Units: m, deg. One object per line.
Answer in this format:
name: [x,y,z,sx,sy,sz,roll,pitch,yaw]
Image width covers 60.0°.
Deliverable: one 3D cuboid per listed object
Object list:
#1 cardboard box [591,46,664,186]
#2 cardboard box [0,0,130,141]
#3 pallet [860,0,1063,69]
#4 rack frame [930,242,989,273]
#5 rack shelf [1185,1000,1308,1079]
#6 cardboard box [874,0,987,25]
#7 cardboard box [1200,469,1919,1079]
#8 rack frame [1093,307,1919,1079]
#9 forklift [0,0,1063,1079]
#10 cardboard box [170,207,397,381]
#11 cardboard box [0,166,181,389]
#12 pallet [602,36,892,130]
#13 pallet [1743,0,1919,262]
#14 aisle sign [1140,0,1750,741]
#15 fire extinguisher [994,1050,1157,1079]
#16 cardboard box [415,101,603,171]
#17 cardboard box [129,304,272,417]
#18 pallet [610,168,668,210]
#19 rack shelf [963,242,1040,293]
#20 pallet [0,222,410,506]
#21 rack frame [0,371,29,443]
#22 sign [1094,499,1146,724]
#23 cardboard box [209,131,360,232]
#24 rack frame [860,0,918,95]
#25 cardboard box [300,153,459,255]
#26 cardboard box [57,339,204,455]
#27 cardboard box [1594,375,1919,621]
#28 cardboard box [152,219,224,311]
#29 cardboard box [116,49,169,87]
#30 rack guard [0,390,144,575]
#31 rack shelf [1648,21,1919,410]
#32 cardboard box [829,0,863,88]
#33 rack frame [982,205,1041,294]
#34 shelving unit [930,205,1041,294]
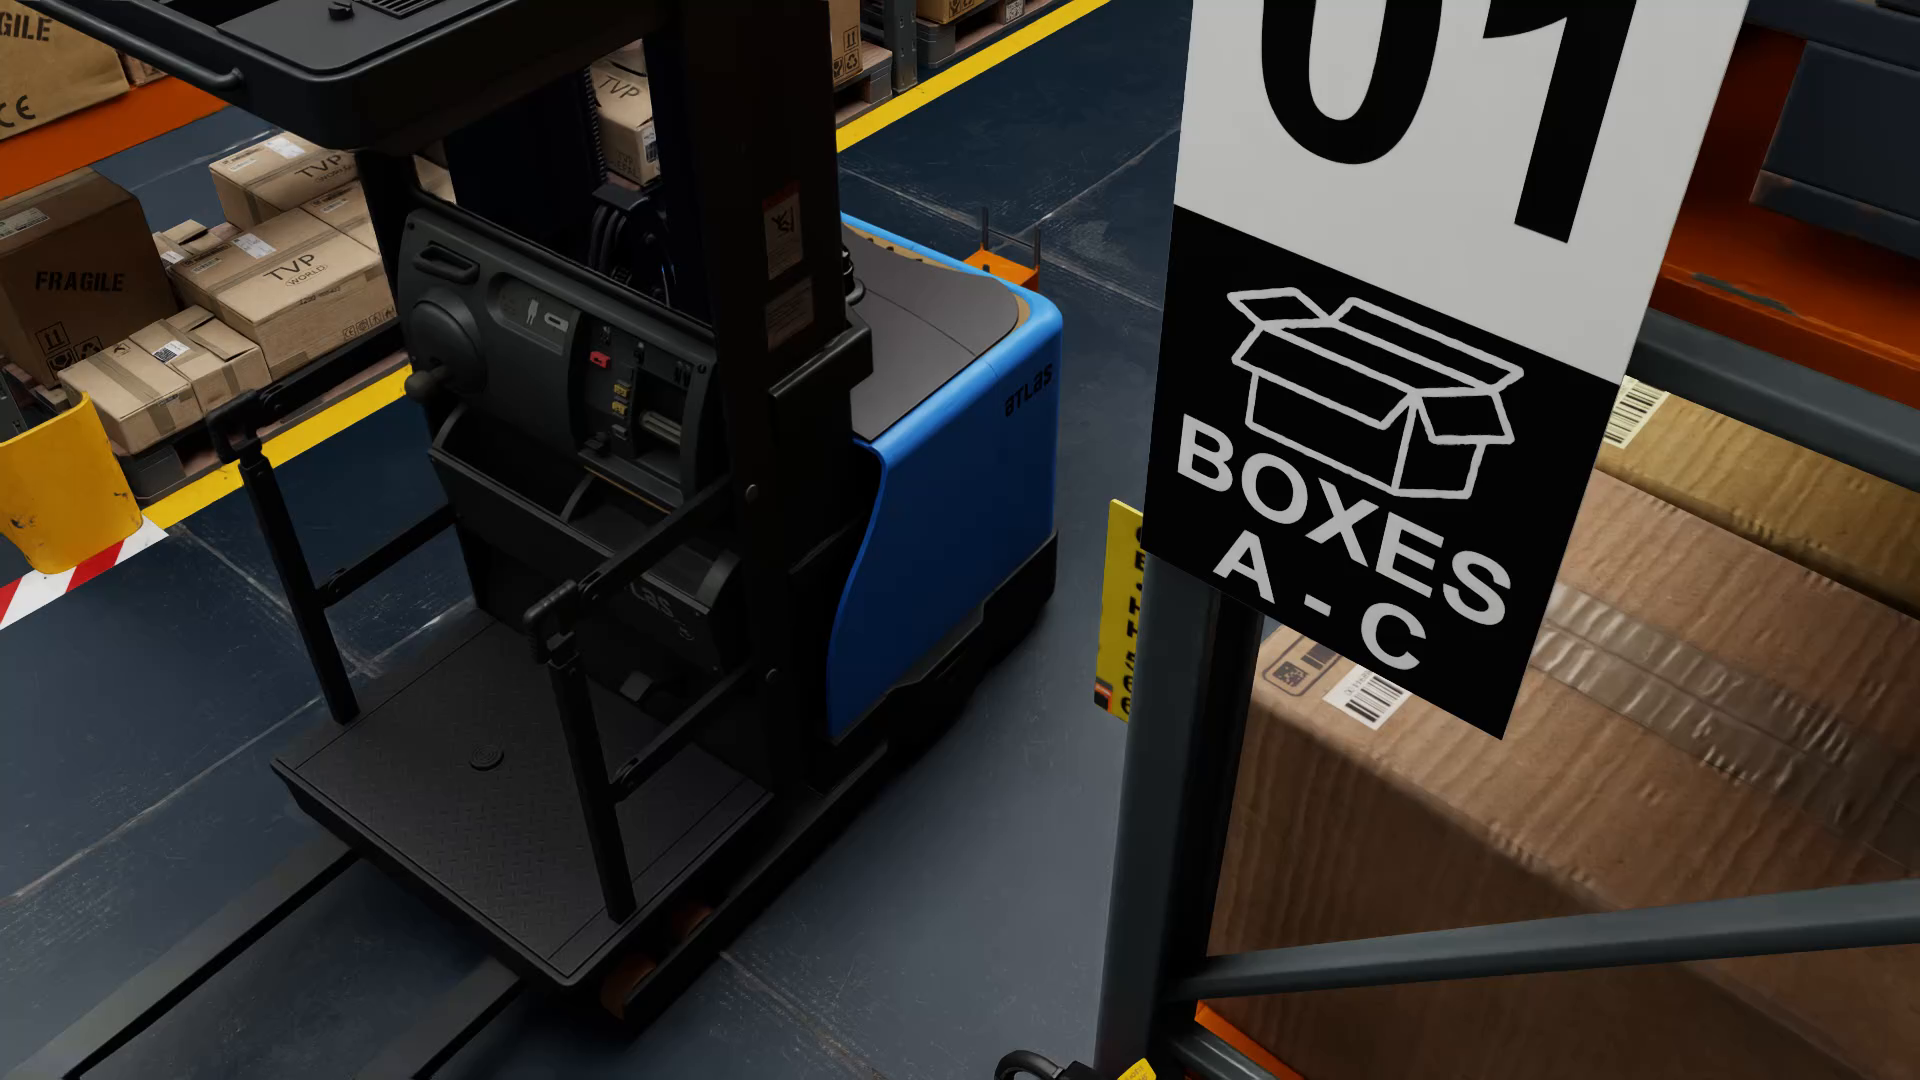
cardboard box: [-1.244,-1.712,6.575,0.500,0.311,0.500,29,50,28]
cardboard box: [-2.699,-1.438,4.528,0.500,0.500,0.500,31,50,29]
pallet: [-0.117,-2.750,8.118,1.003,0.211,1.213,29,50,28]
rack frame: [-0.002,-0.394,4.903,0.200,1.050,0.008,27,49,26]
rack shelf: [1.895,0.092,3.454,1.077,0.370,4.000,29,50,28]
cardboard box: [-0.114,-2.728,7.552,0.500,0.500,0.500,27,49,27]
cardboard box: [0.928,0.478,2.272,0.980,0.700,0.700,32,51,30]
rack frame: [0.605,0.854,2.081,0.949,2.616,0.053,29,50,28]
forklift: [-1.002,-0.312,3.414,1.130,2.935,3.031,27,49,26]
cardboard box: [-2.297,-0.847,5.669,0.500,0.250,0.500,29,50,28]
cardboard box: [-3.025,-0.912,5.554,0.500,0.500,0.500,29,50,28]
pallet: [-1.055,-1.962,7.251,1.003,0.211,1.213,29,50,28]
pallet: [1.077,-0.608,1.525,1.003,0.211,1.213,29,50,28]
aisle sign: [0.332,-0.199,1.307,0.394,0.787,0.004,29,50,28]
fire extinguisher: [0.157,0.900,2.365,0.296,0.674,0.183,29,50,28]
cardboard box: [-1.817,-1.616,6.327,0.797,0.503,0.637,29,50,28]
cardboard box: [-2.493,-0.597,5.456,0.380,0.166,0.250,29,50,28]
pallet: [-1.840,-1.331,6.557,1.003,0.211,1.213,29,50,28]
rack shelf: [0.071,-0.662,4.791,0.215,0.259,0.240,27,49,26]
pallet: [-2.625,-0.705,5.869,1.003,0.211,1.213,29,50,28]
rack frame: [-3.186,-1.287,4.436,1.000,3.000,0.127,29,50,28]
sign: [0.201,0.097,1.876,0.100,0.325,0.005,29,50,28]
cardboard box: [-2.391,-1.295,6.162,0.500,0.250,0.500,29,50,28]
rack frame: [-0.612,-3.347,6.701,1.000,3.000,0.127,29,50,28]
cardboard box: [-1.976,-1.105,5.952,0.500,0.250,0.500,29,50,28]
cardboard box: [-2.654,-0.462,5.320,0.380,0.149,0.250,29,50,28]
cardboard box: [1.388,0.098,2.689,0.980,0.700,0.700,29,50,28]
cardboard box: [-2.695,-0.958,5.853,0.380,0.166,0.250,29,50,28]
cardboard box: [-2.371,-1.706,4.823,0.500,0.500,0.500,29,50,28]
rack guard: [-3.137,-0.401,5.320,1.175,0.500,0.348,29,50,28]
rack shelf: [1.895,-1.018,2.445,1.077,0.370,4.000,29,50,28]
cardboard box: [-0.762,-2.169,6.936,0.500,0.500,0.500,29,50,28]
rack frame: [0.145,-0.525,5.047,0.200,1.050,0.008,27,49,26]
shelving unit: [0.071,-0.459,4.975,0.215,1.050,0.252,27,49,26]
